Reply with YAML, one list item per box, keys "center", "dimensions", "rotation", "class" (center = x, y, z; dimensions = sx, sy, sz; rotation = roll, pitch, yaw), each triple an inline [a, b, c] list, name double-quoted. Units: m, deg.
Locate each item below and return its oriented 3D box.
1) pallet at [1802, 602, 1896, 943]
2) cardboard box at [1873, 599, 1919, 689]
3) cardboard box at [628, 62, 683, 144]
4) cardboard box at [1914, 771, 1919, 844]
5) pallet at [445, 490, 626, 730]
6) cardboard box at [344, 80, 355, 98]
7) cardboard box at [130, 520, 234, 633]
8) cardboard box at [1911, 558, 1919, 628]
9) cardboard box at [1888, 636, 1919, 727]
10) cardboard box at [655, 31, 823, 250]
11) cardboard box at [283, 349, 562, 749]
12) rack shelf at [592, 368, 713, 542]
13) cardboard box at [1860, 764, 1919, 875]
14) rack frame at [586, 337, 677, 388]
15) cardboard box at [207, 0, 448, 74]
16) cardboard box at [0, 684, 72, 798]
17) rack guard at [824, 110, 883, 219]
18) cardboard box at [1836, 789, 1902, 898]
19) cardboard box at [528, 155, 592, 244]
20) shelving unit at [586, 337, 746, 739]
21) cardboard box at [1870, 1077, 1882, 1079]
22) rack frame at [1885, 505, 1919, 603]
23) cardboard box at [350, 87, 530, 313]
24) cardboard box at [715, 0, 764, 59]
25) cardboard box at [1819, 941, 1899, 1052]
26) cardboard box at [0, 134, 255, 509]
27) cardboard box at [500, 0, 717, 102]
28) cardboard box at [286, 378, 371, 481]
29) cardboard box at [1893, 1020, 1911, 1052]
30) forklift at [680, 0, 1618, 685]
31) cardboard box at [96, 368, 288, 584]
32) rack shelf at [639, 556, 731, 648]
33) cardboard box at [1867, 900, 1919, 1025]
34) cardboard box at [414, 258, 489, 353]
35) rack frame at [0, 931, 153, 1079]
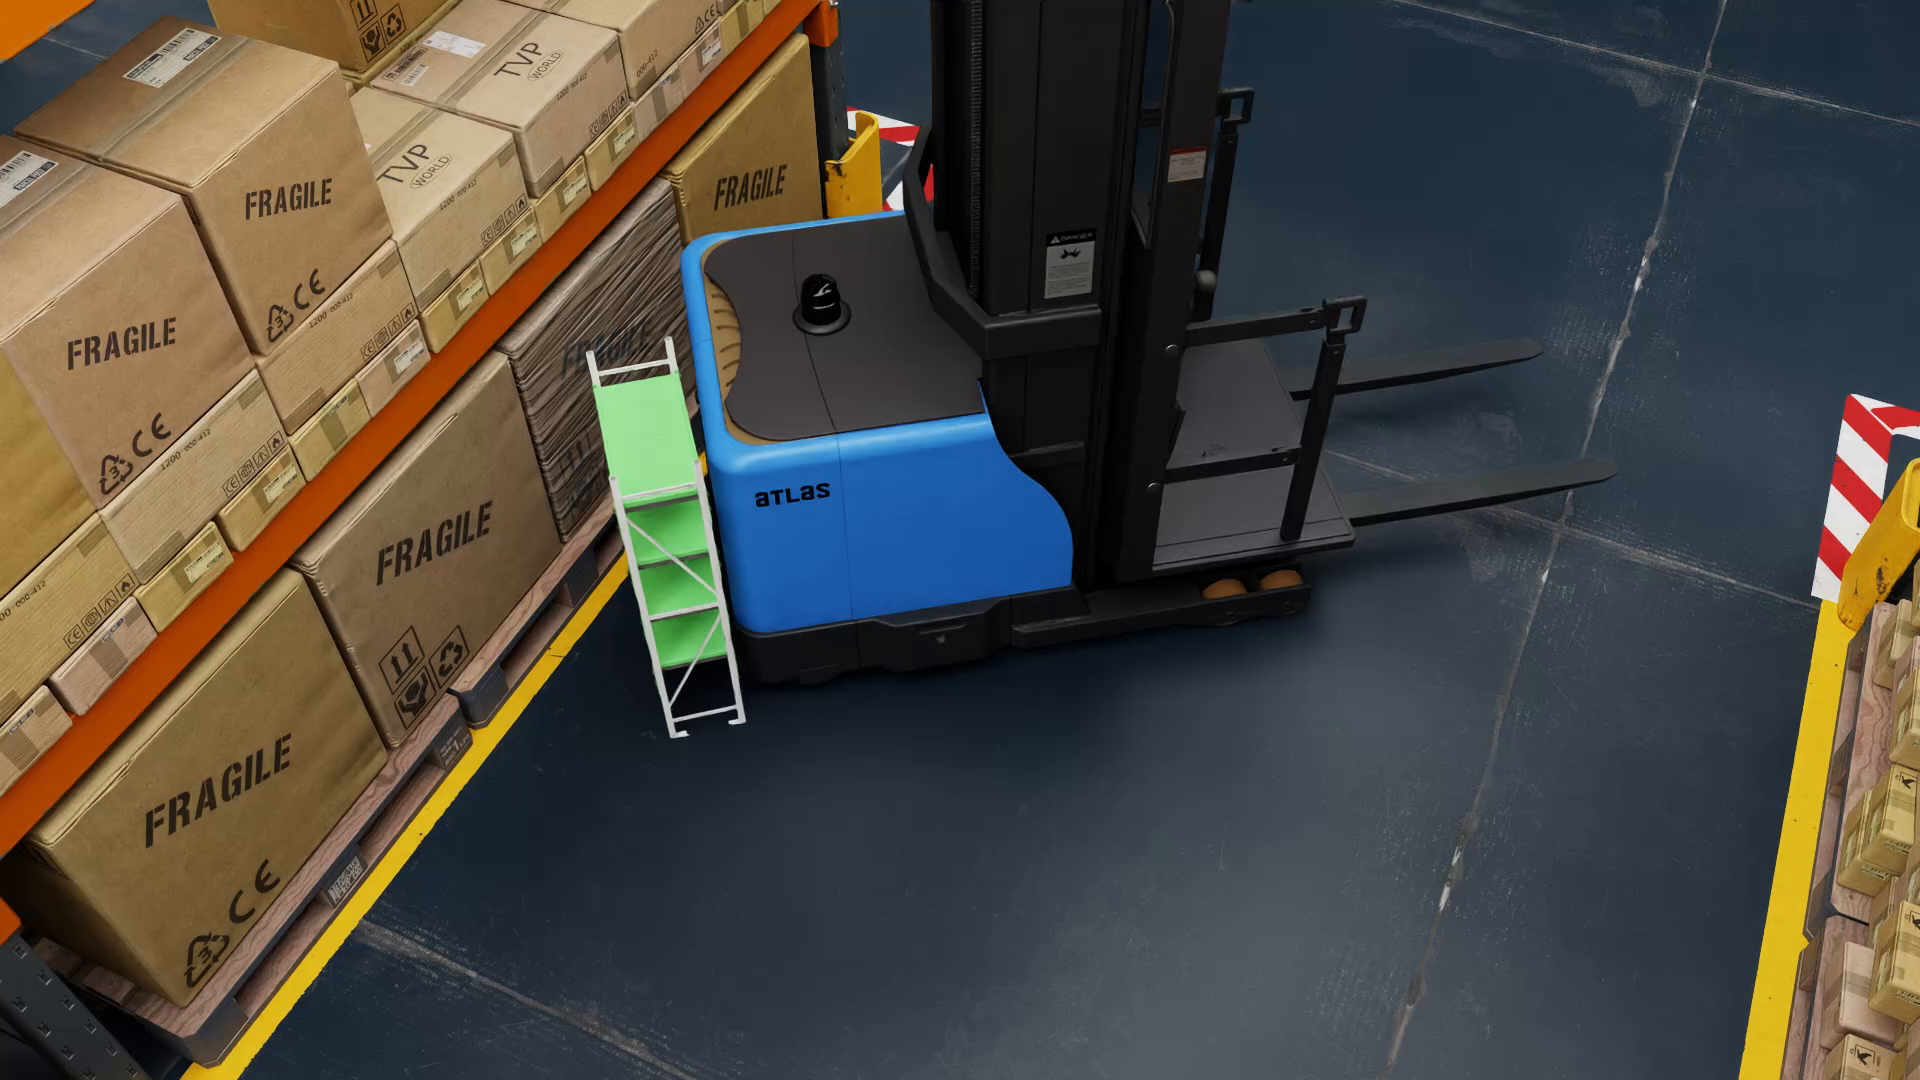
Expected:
- center: [3.122, 0.833, 4.903]
  dimensions: [1.003, 0.211, 1.213]
  rotation: [20, 52, 16]
  class: "pallet"
- center: [3.021, 0.373, 5.059]
  dimensions: [0.380, 0.149, 0.250]
  rotation: [21, 53, 17]
  class: "cardboard box"
- center: [-1.088, -1.396, 5.134]
  dimensions: [0.380, 0.149, 0.250]
  rotation: [21, 53, 17]
  class: "cardboard box"
- center: [2.739, 0.733, 4.363]
  dimensions: [0.380, 0.149, 0.250]
  rotation: [17, 52, 14]
  class: "cardboard box"
- center: [-1.701, -0.038, 5.644]
  dimensions: [1.003, 0.211, 1.213]
  rotation: [20, 52, 16]
  class: "pallet"
- center: [-2.009, -1.094, 4.614]
  dimensions: [0.500, 0.250, 0.500]
  rotation: [19, 52, 15]
  class: "cardboard box"
- center: [-1.965, 0.023, 3.926]
  dimensions: [0.380, 0.149, 0.250]
  rotation: [21, 53, 17]
  class: "cardboard box"
- center: [3.003, 0.174, 4.838]
  dimensions: [0.380, 0.149, 0.250]
  rotation: [18, 52, 14]
  class: "cardboard box"
- center: [2.910, 0.468, 4.783]
  dimensions: [0.380, 0.149, 0.250]
  rotation: [20, 52, 16]
  class: "cardboard box"
- center: [-1.108, -1.335, 6.036]
  dimensions: [0.875, 0.875, 0.875]
  rotation: [20, 52, 16]
  class: "cardboard box"
- center: [-1.877, -0.096, 4.981]
  dimensions: [0.875, 0.875, 0.875]
  rotation: [20, 52, 16]
  class: "cardboard box"
- center: [-0.858, -0.243, 4.622]
  dimensions: [0.258, 0.148, 0.480]
  rotation: [-12, 51, -10]
  class: "rack shelf"
- center: [2.678, 0.806, 4.495]
  dimensions: [0.380, 0.149, 0.250]
  rotation: [21, 53, 17]
  class: "cardboard box"
- center: [-0.922, -0.152, 5.092]
  dimensions: [0.240, 1.200, 0.015]
  rotation: [-12, 51, -10]
  class: "rack frame"
- center: [-1.786, -1.700, 4.637]
  dimensions: [0.500, 0.500, 0.500]
  rotation: [19, 52, 15]
  class: "cardboard box"
- center: [-2.189, 0.386, 3.617]
  dimensions: [0.380, 0.149, 0.250]
  rotation: [20, 52, 16]
  class: "cardboard box"
- center: [-0.897, -1.561, 6.750]
  dimensions: [1.175, 0.500, 0.348]
  rotation: [20, 52, 16]
  class: "rack guard"
- center: [2.675, 0.894, 4.616]
  dimensions: [0.380, 0.149, 0.250]
  rotation: [20, 53, 17]
  class: "cardboard box"
- center: [-1.307, -1.038, 4.829]
  dimensions: [0.380, 0.149, 0.250]
  rotation: [20, 52, 16]
  class: "cardboard box"
- center: [-0.858, 0.027, 4.939]
  dimensions: [0.258, 1.200, 0.503]
  rotation: [-12, 51, -10]
  class: "shelving unit"
- center: [2.233, 1.427, 3.772]
  dimensions: [0.380, 0.149, 0.250]
  rotation: [18, 52, 15]
  class: "cardboard box"
- center: [3.534, -0.671, 4.352]
  dimensions: [1.000, 3.000, 0.127]
  rotation: [20, 52, 16]
  class: "rack frame"
- center: [-1.528, -0.923, 4.469]
  dimensions: [0.500, 0.250, 0.500]
  rotation: [20, 52, 16]
  class: "cardboard box"
- center: [-0.871, -1.741, 5.427]
  dimensions: [0.380, 0.149, 0.250]
  rotation: [20, 53, 16]
  class: "cardboard box"
- center: [2.467, 1.244, 4.318]
  dimensions: [0.380, 0.149, 0.250]
  rotation: [17, 52, 14]
  class: "cardboard box"
- center: [-1.963, -0.474, 3.595]
  dimensions: [0.500, 0.500, 0.500]
  rotation: [20, 52, 16]
  class: "cardboard box"
- center: [-1.092, -1.633, 5.073]
  dimensions: [0.500, 0.250, 0.500]
  rotation: [19, 52, 15]
  class: "cardboard box"
- center: [-1.745, -0.335, 4.230]
  dimensions: [0.380, 0.149, 0.250]
  rotation: [19, 52, 16]
  class: "cardboard box"
- center: [2.572, 1.220, 4.143]
  dimensions: [0.380, 0.149, 0.250]
  rotation: [22, 53, 18]
  class: "cardboard box"
- center: [0.691, -1.055, 4.723]
  dimensions: [3.031, 2.935, 1.130]
  rotation: [-9, 50, -7]
  class: "forklift"
- center: [-1.962, -0.227, 3.877]
  dimensions: [0.500, 0.250, 0.500]
  rotation: [20, 52, 16]
  class: "cardboard box"
- center: [-0.858, 0.068, 4.988]
  dimensions: [0.258, 0.148, 0.480]
  rotation: [-12, 51, -10]
  class: "rack shelf"
- center: [2.459, 1.087, 4.061]
  dimensions: [0.380, 0.149, 0.250]
  rotation: [21, 53, 17]
  class: "cardboard box"
- center: [-1.525, -0.688, 4.531]
  dimensions: [0.380, 0.149, 0.250]
  rotation: [18, 52, 15]
  class: "cardboard box"
- center: [-2.613, 0.401, 3.439]
  dimensions: [0.949, 2.616, 0.053]
  rotation: [20, 52, 16]
  class: "rack frame"
